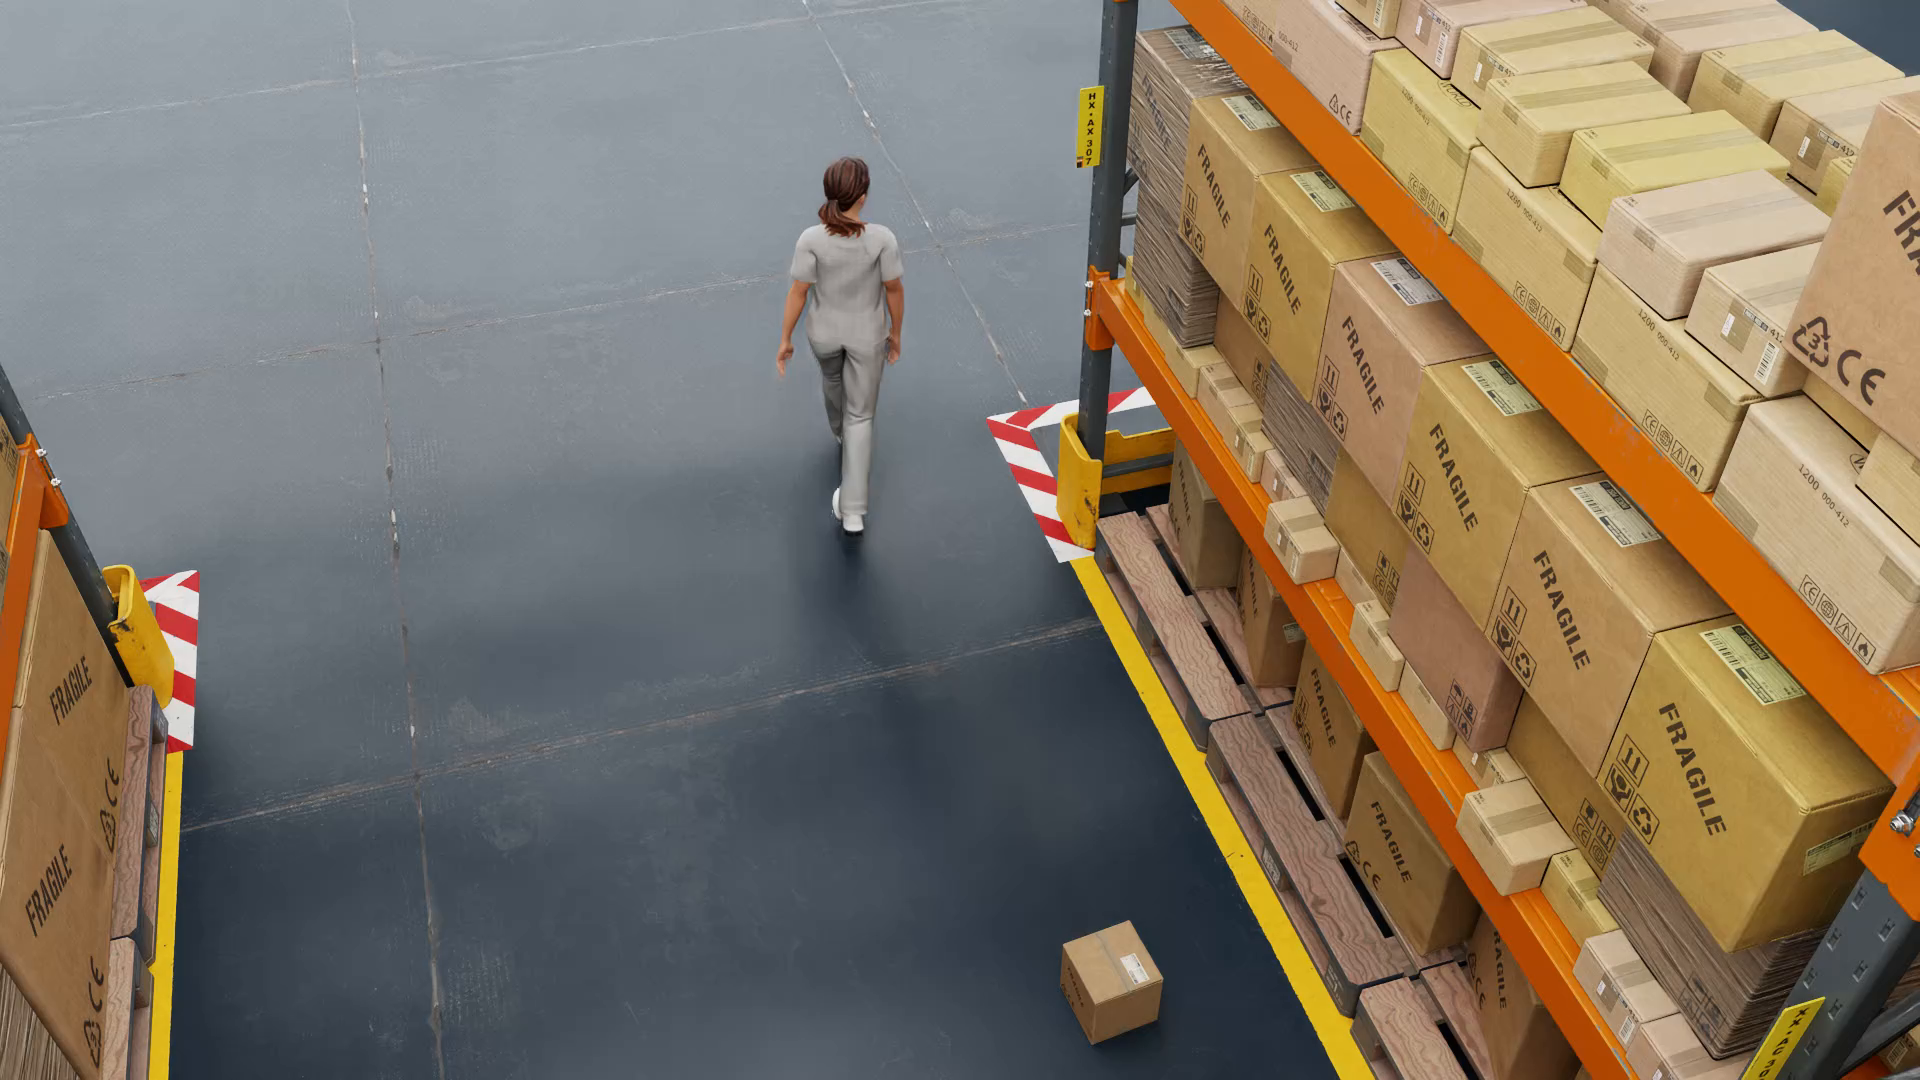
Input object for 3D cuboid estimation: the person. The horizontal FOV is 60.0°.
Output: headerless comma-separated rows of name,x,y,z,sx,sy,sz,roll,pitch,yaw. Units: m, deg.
person,-0.505,-0.899,7.161,0.545,1.620,1.028,3,42,3
